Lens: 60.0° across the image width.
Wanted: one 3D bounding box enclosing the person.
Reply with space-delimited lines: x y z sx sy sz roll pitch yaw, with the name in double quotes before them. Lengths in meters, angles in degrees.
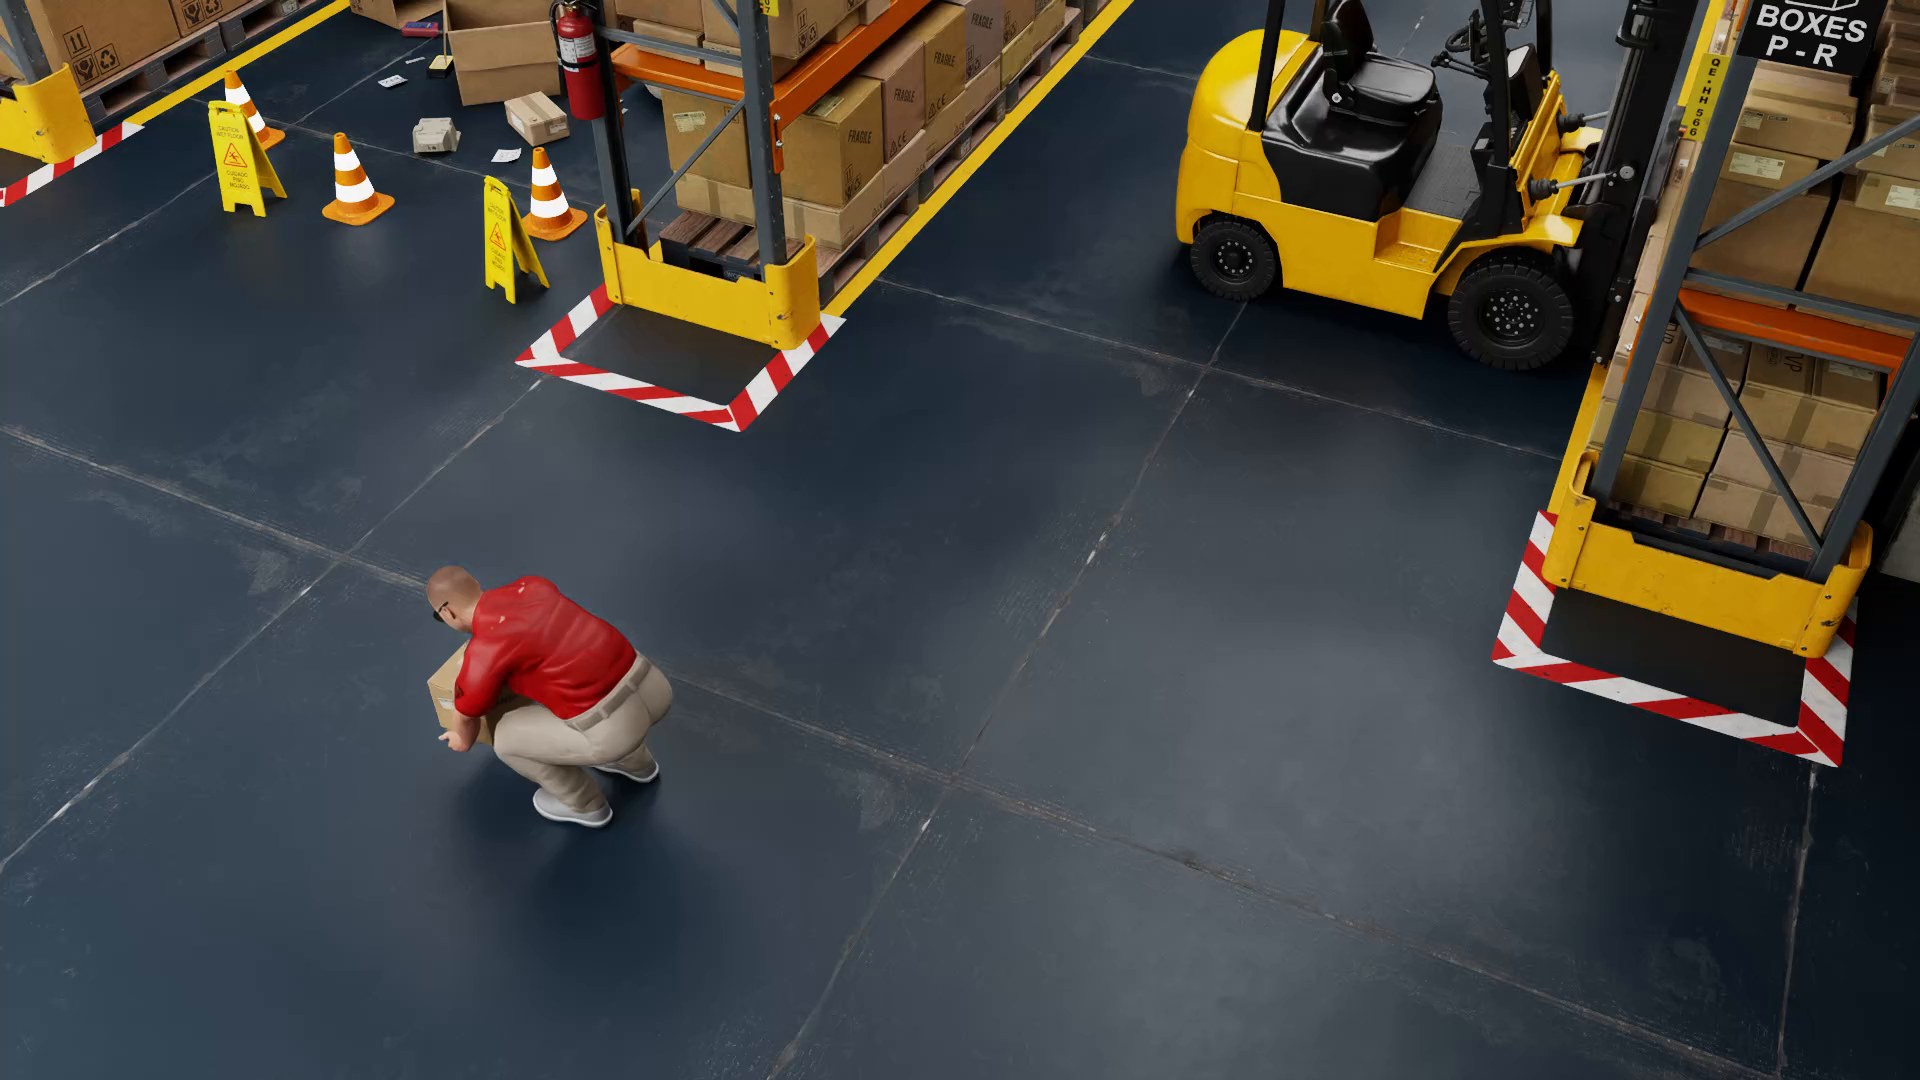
"person" -1.515 0.578 6.100 0.883 0.972 0.565 17 45 18
